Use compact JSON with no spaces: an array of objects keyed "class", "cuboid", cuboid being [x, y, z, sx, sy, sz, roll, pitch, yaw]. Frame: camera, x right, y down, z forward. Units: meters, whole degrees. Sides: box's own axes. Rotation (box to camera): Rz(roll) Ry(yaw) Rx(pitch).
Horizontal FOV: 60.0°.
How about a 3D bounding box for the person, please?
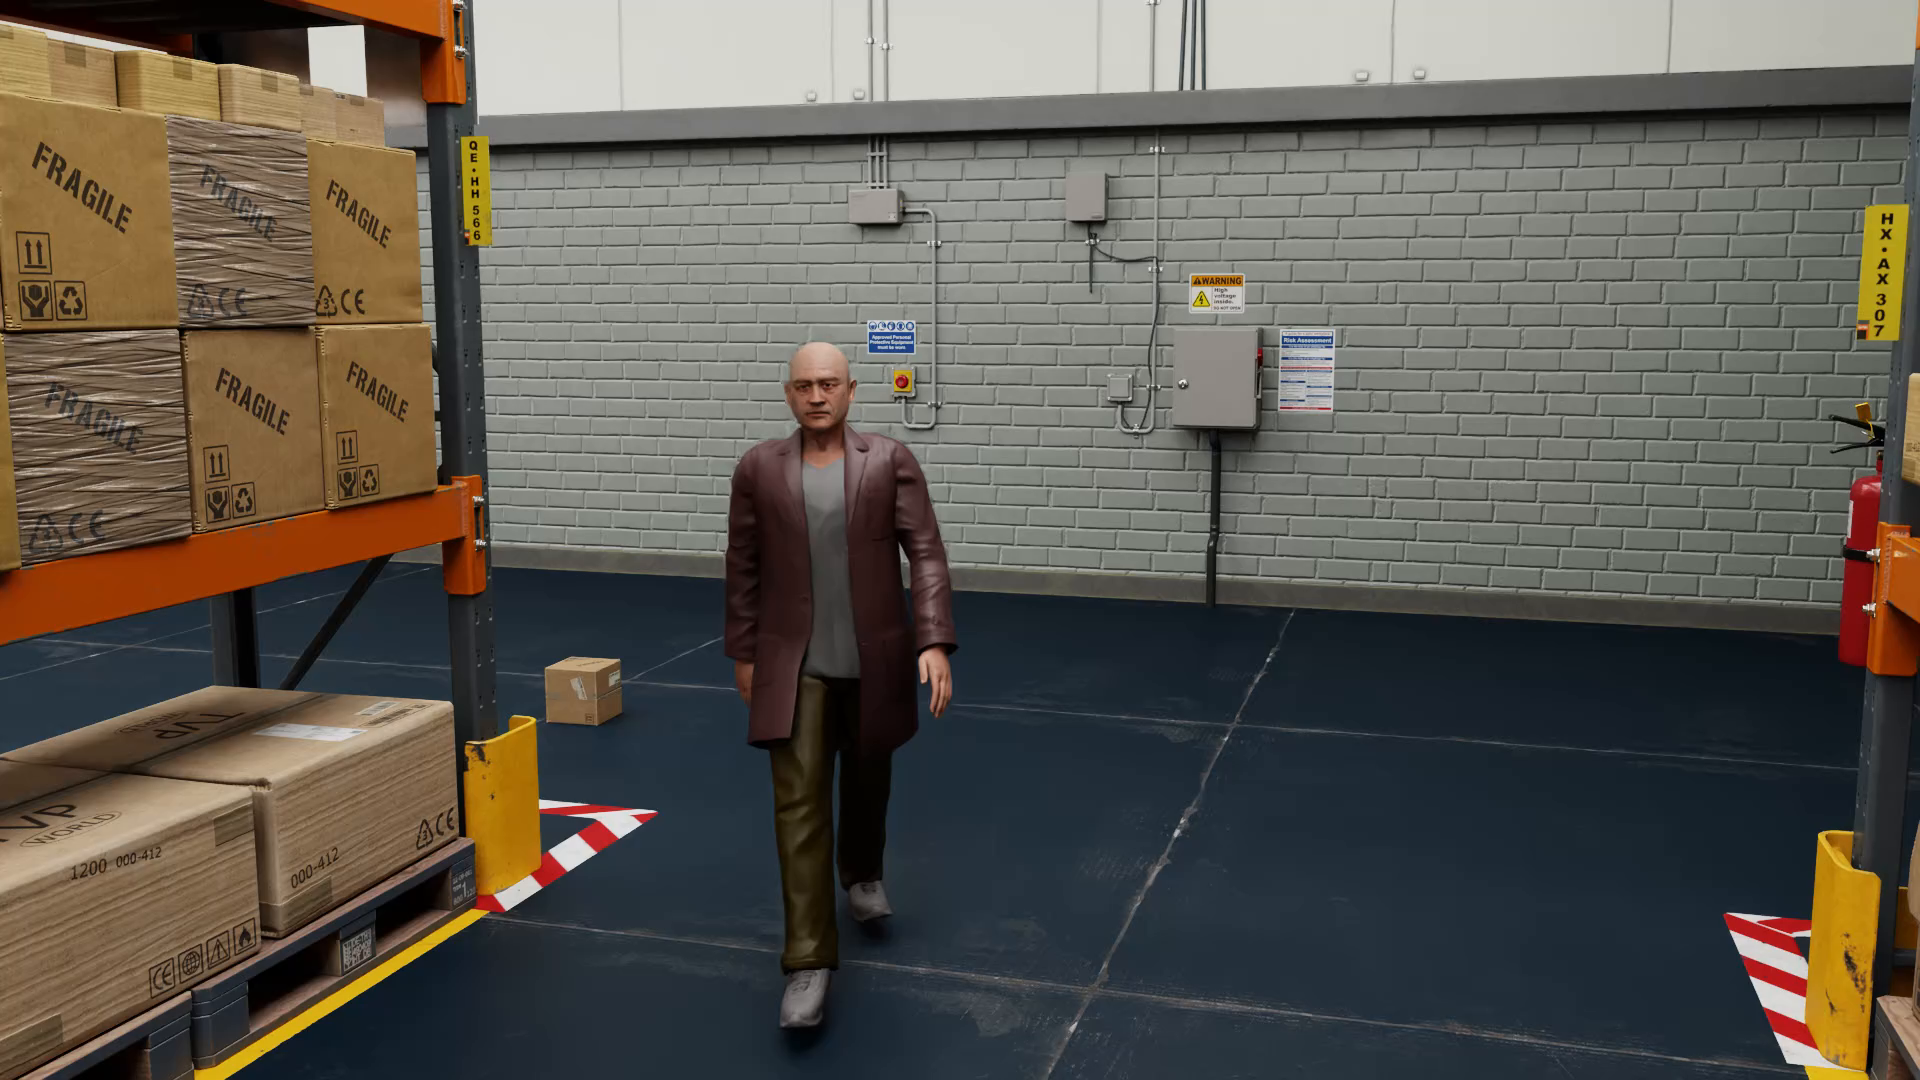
[{"class":"person","cuboid":[-0.333,0.331,4.547,0.643,1.733,1.083,-1,8,-5]}]
